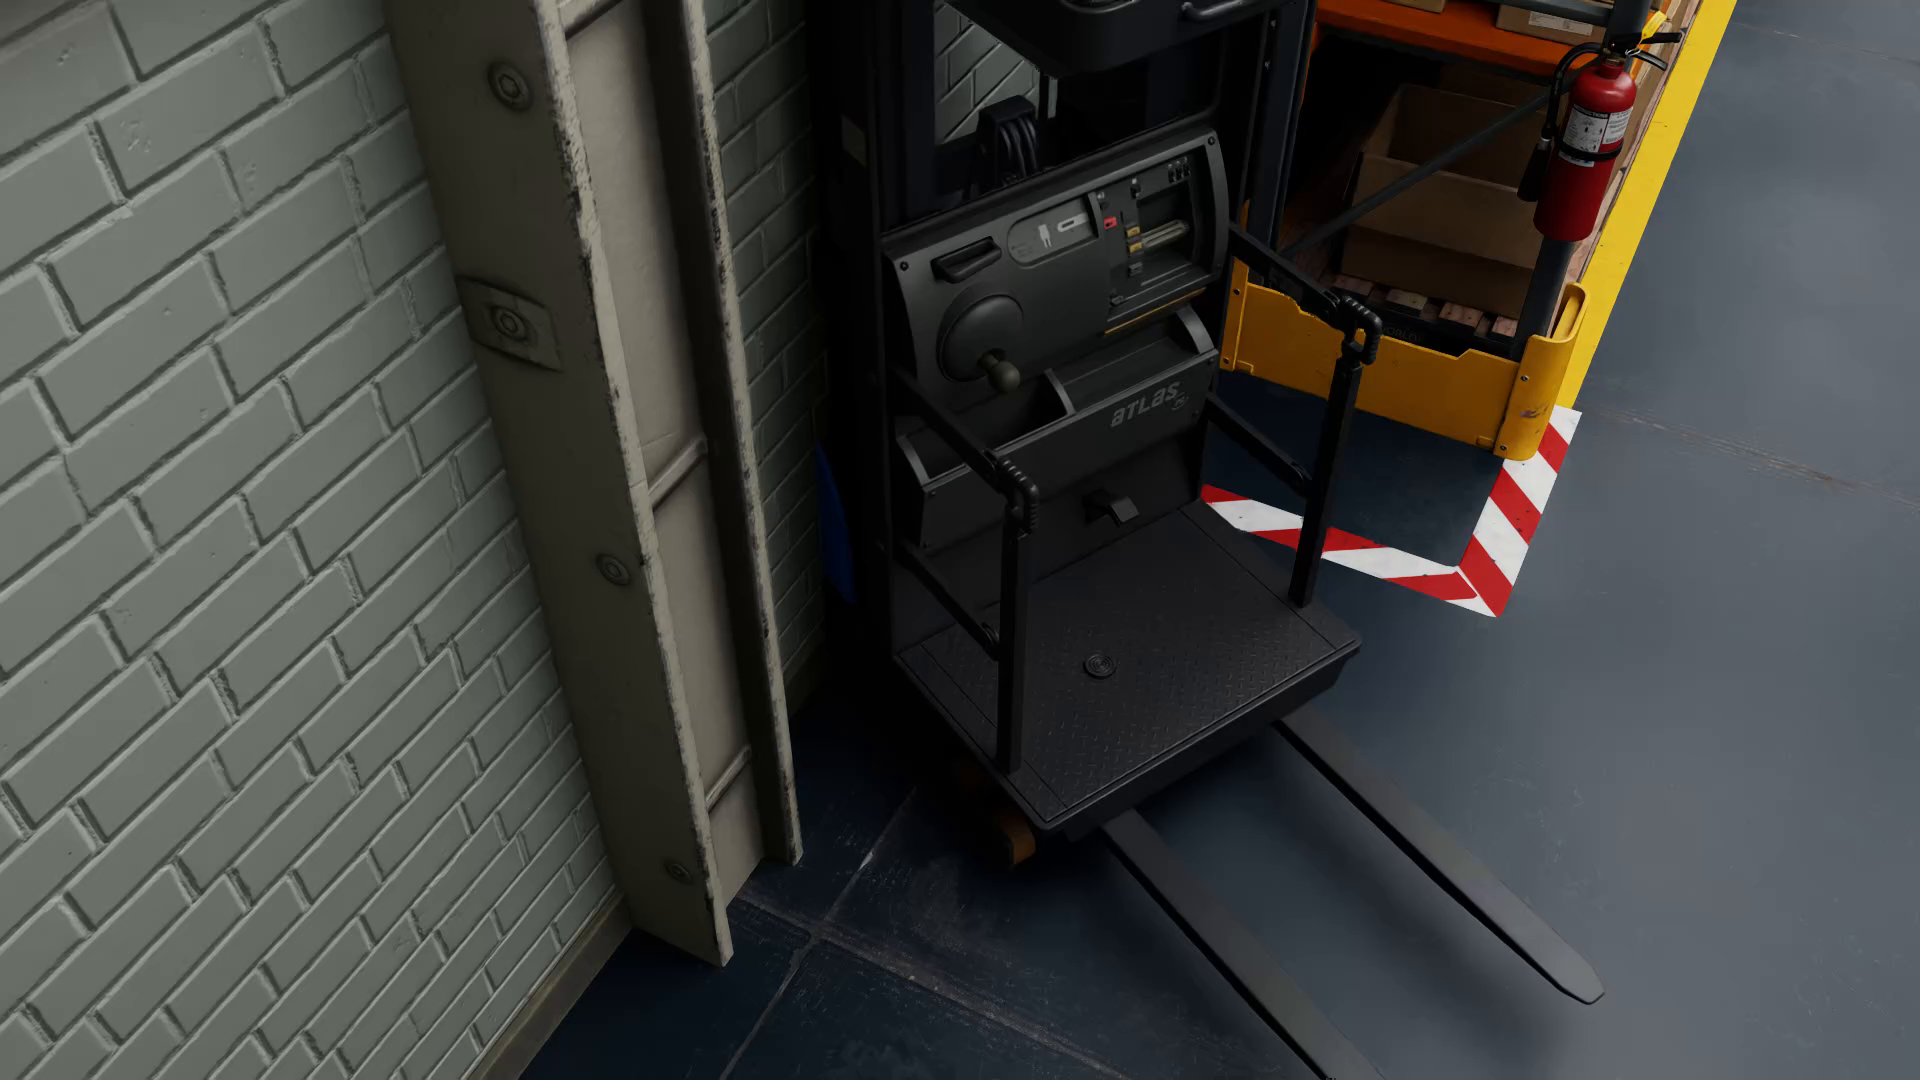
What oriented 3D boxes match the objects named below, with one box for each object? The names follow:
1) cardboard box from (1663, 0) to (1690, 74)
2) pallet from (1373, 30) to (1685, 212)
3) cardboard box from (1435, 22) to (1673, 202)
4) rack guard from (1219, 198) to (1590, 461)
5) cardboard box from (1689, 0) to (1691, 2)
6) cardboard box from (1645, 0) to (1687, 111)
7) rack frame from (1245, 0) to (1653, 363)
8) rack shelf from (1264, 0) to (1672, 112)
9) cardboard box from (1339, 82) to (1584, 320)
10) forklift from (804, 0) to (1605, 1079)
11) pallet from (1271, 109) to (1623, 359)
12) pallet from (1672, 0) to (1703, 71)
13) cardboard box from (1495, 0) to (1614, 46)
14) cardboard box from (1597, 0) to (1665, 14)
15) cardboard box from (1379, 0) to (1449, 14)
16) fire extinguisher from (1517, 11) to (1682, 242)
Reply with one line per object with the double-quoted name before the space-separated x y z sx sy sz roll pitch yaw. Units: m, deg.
"cardboard box" 2.689 -2.355 6.931 0.700 0.500 0.500 19 48 18
"pallet" 2.380 -1.888 6.968 1.003 0.211 1.213 20 49 19
"cardboard box" 2.207 -1.701 6.284 0.700 0.500 0.500 22 49 21
"rack guard" 1.444 -0.722 5.612 1.175 0.500 0.348 20 49 19
"cardboard box" 3.101 -2.586 7.324 0.396 0.266 0.258 22 49 20
"cardboard box" 2.541 -2.001 6.581 0.500 0.500 0.500 21 49 20
"rack frame" 1.408 -1.552 4.675 1.000 3.000 0.127 20 49 19
"rack shelf" 2.337 -2.559 6.176 1.077 0.370 4.000 20 49 19
"cardboard box" 1.776 -1.176 5.764 0.797 0.503 0.637 19 48 18
"forklift" 0.376 -0.566 3.748 1.130 2.935 3.031 -26 51 -24
"pallet" 1.813 -1.122 6.211 1.003 0.211 1.213 20 49 19
"pallet" 2.945 -2.660 7.730 1.003 0.211 1.213 20 49 19
"cardboard box" 1.804 -1.581 4.880 0.380 0.149 0.250 20 49 19
"cardboard box" 1.858 -1.801 4.817 0.500 0.250 0.500 21 49 19
"cardboard box" 1.324 -1.761 5.059 0.380 0.149 0.250 20 49 19
"fire extinguisher" 1.749 -1.149 4.593 0.296 0.674 0.183 20 49 19
